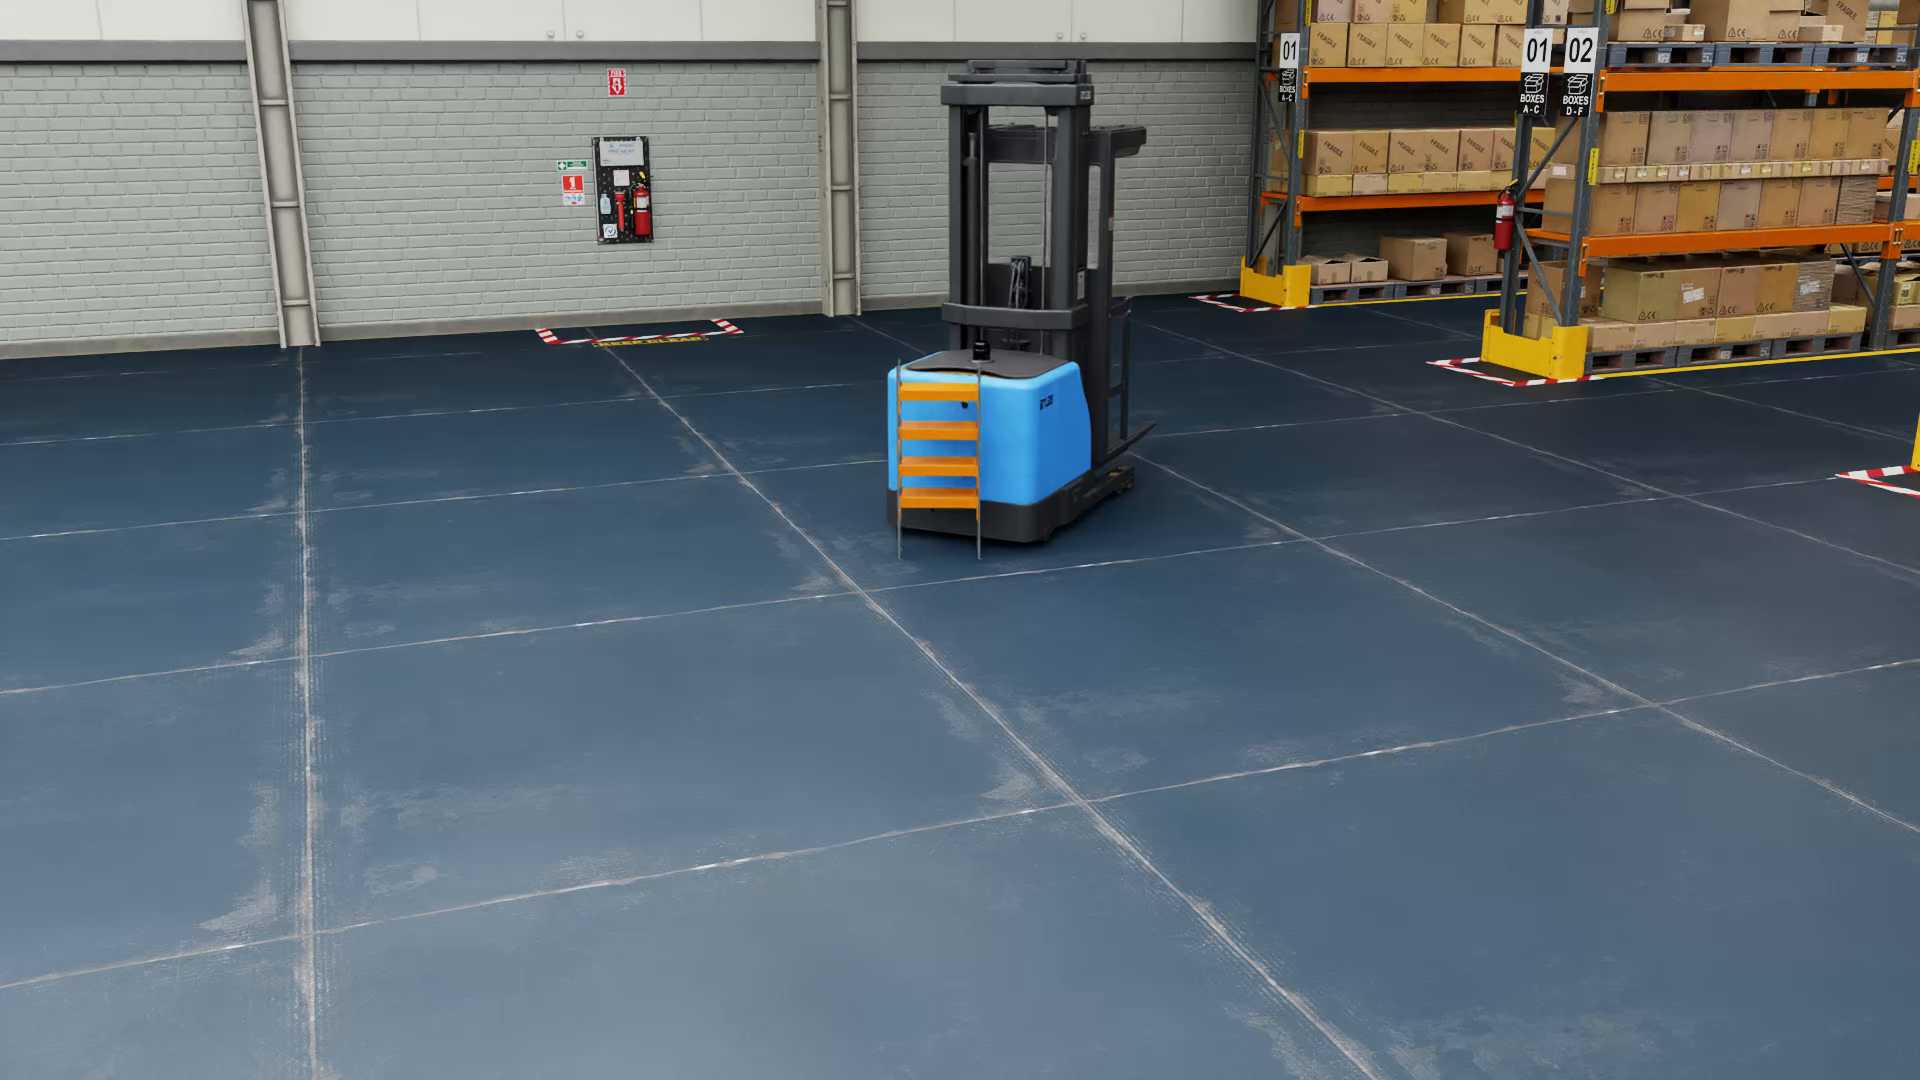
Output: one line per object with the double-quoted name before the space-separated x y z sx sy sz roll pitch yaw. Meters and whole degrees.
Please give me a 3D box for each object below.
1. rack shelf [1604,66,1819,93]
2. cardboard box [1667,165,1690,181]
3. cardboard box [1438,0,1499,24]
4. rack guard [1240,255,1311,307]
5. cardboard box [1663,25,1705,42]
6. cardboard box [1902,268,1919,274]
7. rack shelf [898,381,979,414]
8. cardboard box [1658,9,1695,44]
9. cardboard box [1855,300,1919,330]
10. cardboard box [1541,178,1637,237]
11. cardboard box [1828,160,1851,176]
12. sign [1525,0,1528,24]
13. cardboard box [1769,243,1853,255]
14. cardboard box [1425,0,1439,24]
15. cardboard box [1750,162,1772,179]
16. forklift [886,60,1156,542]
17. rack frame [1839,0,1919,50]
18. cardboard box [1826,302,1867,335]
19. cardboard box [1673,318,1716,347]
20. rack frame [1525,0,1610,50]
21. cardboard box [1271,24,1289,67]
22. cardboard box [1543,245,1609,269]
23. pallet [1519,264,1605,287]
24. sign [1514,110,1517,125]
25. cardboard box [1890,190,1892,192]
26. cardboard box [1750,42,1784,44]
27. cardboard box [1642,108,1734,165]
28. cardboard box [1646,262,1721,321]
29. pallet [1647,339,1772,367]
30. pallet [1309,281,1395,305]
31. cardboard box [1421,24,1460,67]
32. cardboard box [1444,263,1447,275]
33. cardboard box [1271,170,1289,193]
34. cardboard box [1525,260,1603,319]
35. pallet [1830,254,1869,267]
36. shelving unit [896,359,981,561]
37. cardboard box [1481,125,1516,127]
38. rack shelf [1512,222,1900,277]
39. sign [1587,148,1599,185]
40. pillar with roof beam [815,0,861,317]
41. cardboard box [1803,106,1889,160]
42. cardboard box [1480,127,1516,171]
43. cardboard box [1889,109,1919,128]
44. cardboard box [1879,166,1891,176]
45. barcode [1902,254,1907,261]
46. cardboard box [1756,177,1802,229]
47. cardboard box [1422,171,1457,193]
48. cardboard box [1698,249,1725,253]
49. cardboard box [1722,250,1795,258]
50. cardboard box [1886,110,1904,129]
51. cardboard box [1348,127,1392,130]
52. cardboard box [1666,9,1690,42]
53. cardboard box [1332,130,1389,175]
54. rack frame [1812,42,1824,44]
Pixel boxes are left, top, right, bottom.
"rack shelf" 9.456 -6.130 22.101 4.000 0.370 1.077 -6 17 -20
"cardboard box" 6.788 -3.547 16.024 0.250 0.149 0.380 -6 18 -21
"cardboard box" 6.226 -6.575 20.354 0.500 0.500 0.500 -7 18 -22
"rack guard" 3.924 -3.239 20.741 0.348 0.500 1.175 -6 17 -20
"cardboard box" 6.791 -4.787 15.705 0.250 0.149 0.380 -6 17 -20
"cardboard box" 10.309 -2.708 17.634 0.500 0.311 0.500 -6 18 -21
"rack shelf" -0.125 -0.860 10.004 0.480 0.148 0.258 0 16 1
"cardboard box" 9.279 -6.681 21.779 0.500 0.500 0.500 -7 18 -22
"cardboard box" 9.830 -2.389 17.544 0.500 0.250 0.500 -7 18 -21
"cardboard box" 6.070 -3.219 16.060 0.500 0.500 0.700 -6 17 -20
"cardboard box" 8.712 -3.755 16.733 0.250 0.149 0.380 -7 18 -22
"sign" 5.448 -5.098 15.880 0.005 0.325 0.100 -6 17 -20
"cardboard box" 12.057 -4.447 23.488 0.750 0.750 0.750 -6 18 -21
"cardboard box" 5.609 -6.670 20.677 0.500 0.500 0.500 -6 17 -20
"cardboard box" 7.754 -3.651 16.380 0.250 0.149 0.380 -6 17 -18
"forklift" 0.596 -1.762 11.398 1.130 2.935 3.031 7 18 23
"rack frame" 9.365 -6.409 16.454 0.127 3.000 1.000 -6 17 -20
"cardboard box" 9.010 -2.309 17.272 0.500 0.250 0.500 -6 17 -20
"cardboard box" 7.142 -2.107 16.585 0.500 0.250 0.500 -6 17 -20
"rack frame" 5.629 -6.006 15.080 0.127 3.000 1.000 -6 17 -20
"cardboard box" 4.152 -6.036 20.293 0.500 0.500 0.500 -5 17 -16
"cardboard box" 8.270 -3.924 22.294 0.500 0.500 0.700 -6 17 -18
"pallet" 8.315 -3.575 22.397 1.213 0.211 1.003 -6 17 -20
"sign" 7.387 -5.535 22.069 0.005 0.325 0.100 -6 17 -20
"cardboard box" 10.120 -3.604 17.784 0.258 0.266 0.396 -7 18 -21
"cardboard box" 10.748 -6.500 22.207 0.500 0.311 0.500 -6 17 -20
"cardboard box" 7.079 -3.953 16.255 0.500 0.500 0.700 -6 17 -20
"cardboard box" 7.138 -2.470 16.489 0.500 0.500 0.500 -6 17 -20
"pallet" 7.466 -2.000 17.034 1.213 0.211 1.003 -6 17 -20
"pallet" 4.696 -3.173 21.029 1.213 0.211 1.003 -6 17 -20
"cardboard box" 5.745 -6.053 20.351 0.500 0.500 0.500 -5 17 -17
"cardboard box" 6.088 -3.521 21.544 0.250 0.149 0.380 -8 18 -25
"cardboard box" 4.220 -4.466 20.715 0.500 0.250 0.500 -6 17 -19
"cardboard box" 6.024 -2.502 16.599 0.500 0.500 0.500 -6 17 -20
"pallet" 12.087 -3.959 23.705 1.213 0.211 1.003 -6 17 -20
"shelving unit" -0.125 -0.483 10.114 0.503 1.200 0.258 0 16 1
"cardboard box" 7.075 -5.139 21.674 0.500 0.500 0.500 -7 18 -21
"rack shelf" 7.497 -2.984 16.714 4.000 0.370 1.077 -6 17 -20
"sign" 5.822 -3.434 15.293 0.005 0.325 0.100 -6 17 -20
"pillar with roof beam" 0.135 -5.870 14.616 0.400 9.000 9.100 -6 17 -20
"cardboard box" 8.952 -4.155 16.944 0.500 0.500 0.700 -6 17 -20
"cardboard box" 6.794 -4.951 21.033 0.500 0.500 0.500 -6 17 -20
"cardboard box" 13.281 -5.934 23.411 0.500 0.250 0.500 -7 18 -21
"cardboard box" 12.905 -5.236 23.514 0.250 0.149 0.380 -6 17 -19
"barcode" 9.752 -2.920 17.168 0.075 0.075 0.001 -6 17 -20
"cardboard box" 7.992 -3.428 16.771 0.500 0.500 0.700 -6 17 -19
"cardboard box" 5.853 -4.490 20.796 0.500 0.250 0.500 -6 17 -20
"cardboard box" 10.147 -4.141 23.033 0.500 0.500 0.700 -6 17 -20
"cardboard box" 8.355 -2.756 17.464 0.500 0.500 0.500 -6 17 -20
"cardboard box" 12.807 -5.881 23.230 0.500 0.250 0.500 -6 17 -20
"cardboard box" 5.172 -4.933 20.973 0.500 0.500 0.500 -7 18 -22
"cardboard box" 7.130 -5.034 16.259 0.500 0.311 0.500 -4 17 -14
"cardboard box" 4.872 -4.744 20.331 0.500 0.500 0.500 -6 17 -20
"rack frame" 11.324 -8.116 22.264 0.127 3.000 1.000 -6 17 -20
